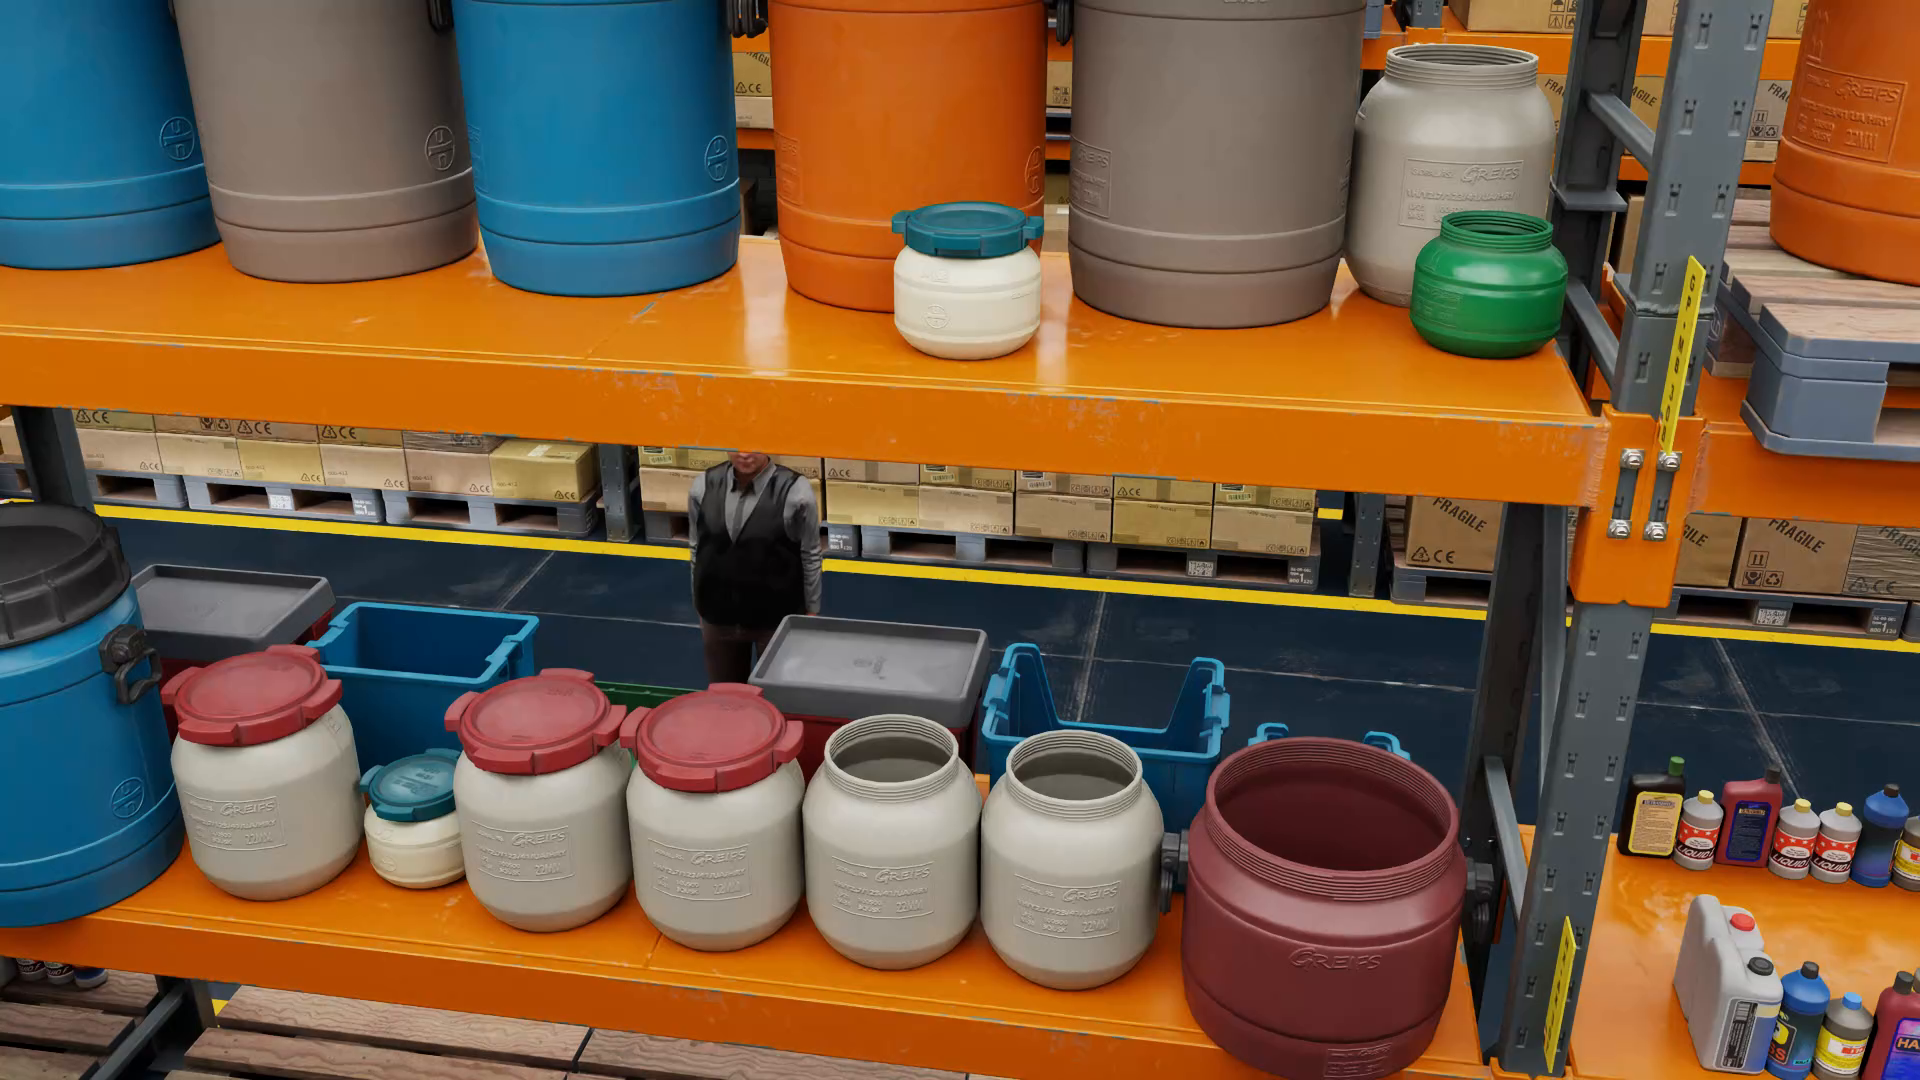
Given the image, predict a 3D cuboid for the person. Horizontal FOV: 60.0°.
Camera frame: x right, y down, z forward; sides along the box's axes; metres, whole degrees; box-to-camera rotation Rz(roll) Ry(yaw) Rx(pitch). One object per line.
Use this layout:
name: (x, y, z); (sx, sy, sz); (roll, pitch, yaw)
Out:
person: (-0.791, 0.306, 6.481); (0.531, 1.716, 0.358); (5, 25, 10)
